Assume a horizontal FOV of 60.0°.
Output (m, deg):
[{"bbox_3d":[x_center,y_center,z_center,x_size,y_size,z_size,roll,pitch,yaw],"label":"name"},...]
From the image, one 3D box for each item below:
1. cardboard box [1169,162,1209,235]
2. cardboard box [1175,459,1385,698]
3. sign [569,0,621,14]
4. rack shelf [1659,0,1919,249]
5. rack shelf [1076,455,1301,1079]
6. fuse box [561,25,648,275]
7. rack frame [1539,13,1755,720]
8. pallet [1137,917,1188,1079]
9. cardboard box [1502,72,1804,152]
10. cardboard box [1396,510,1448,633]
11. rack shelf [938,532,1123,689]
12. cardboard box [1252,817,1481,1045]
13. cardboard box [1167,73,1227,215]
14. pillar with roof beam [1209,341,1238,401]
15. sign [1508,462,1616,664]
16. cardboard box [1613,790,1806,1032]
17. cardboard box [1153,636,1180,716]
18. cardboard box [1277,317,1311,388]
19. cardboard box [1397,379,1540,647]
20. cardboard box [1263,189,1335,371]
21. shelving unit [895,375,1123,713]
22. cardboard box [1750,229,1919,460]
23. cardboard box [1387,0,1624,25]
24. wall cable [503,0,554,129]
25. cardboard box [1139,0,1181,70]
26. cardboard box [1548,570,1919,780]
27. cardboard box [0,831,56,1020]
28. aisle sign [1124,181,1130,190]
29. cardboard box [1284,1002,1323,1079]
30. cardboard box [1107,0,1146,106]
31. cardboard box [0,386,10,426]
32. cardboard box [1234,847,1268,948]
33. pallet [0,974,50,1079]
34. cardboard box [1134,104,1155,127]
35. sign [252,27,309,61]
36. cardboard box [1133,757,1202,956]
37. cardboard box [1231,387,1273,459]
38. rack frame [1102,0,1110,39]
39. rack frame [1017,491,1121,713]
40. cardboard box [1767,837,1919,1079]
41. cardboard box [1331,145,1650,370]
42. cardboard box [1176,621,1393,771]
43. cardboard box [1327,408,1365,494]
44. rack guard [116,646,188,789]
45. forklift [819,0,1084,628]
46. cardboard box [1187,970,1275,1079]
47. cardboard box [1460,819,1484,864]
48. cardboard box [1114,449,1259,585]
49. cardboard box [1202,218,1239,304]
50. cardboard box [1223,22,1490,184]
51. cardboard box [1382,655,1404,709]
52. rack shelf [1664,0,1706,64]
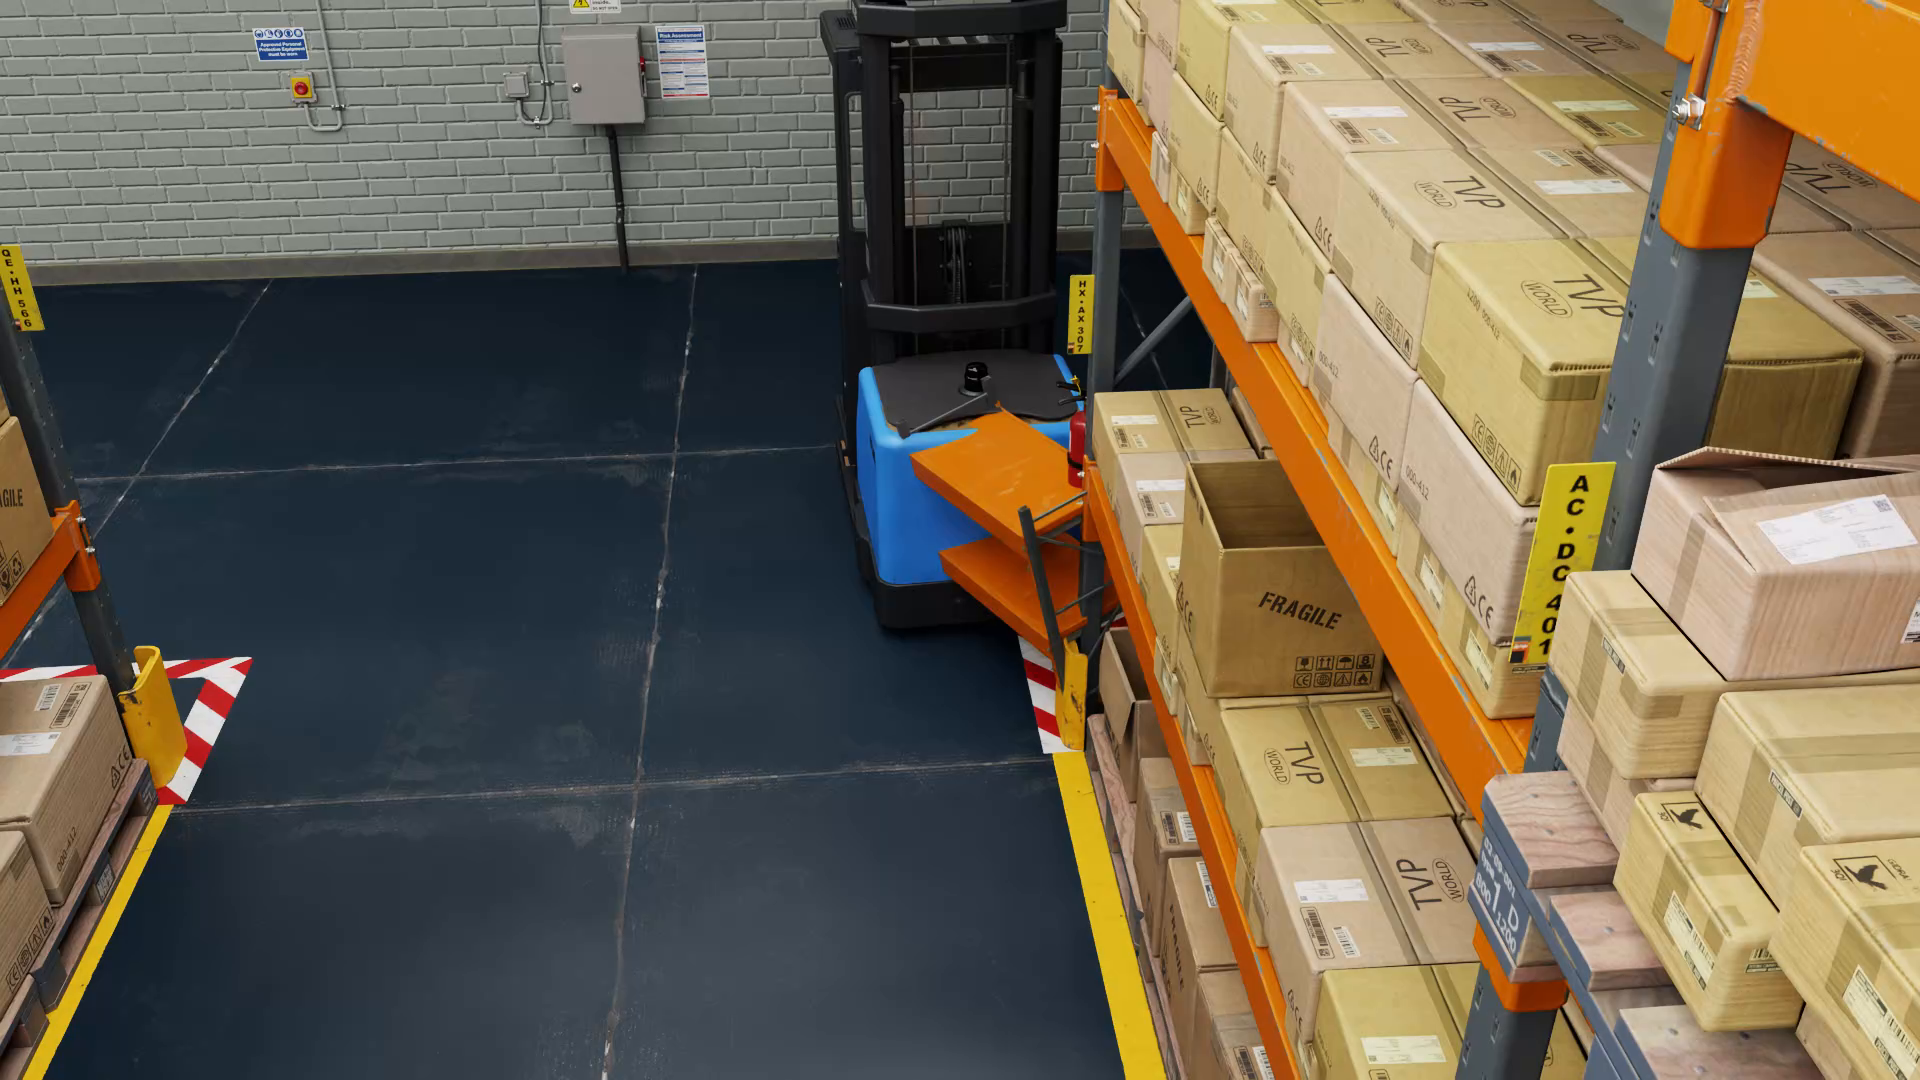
[{"bbox_3d":[0.820,-1.002,4.822,0.380,0.149,0.250,-3,31,-5],"label":"cardboard box"},{"bbox_3d":[0.926,0.099,4.783,0.500,0.500,0.500,-2,31,-3],"label":"cardboard box"},{"bbox_3d":[-2.449,-3.647,11.126,0.339,0.242,0.001,-3,31,-5],"label":"sign"},{"bbox_3d":[1.572,0.443,0.325,1.077,0.370,4.000,-3,31,-5],"label":"rack shelf"},{"bbox_3d":[1.199,0.804,5.180,1.077,0.370,4.000,-3,31,-5],"label":"rack shelf"},{"bbox_3d":[-2.375,-2.637,11.496,0.539,1.711,0.414,-3,31,-5],"label":"fuse box"},{"bbox_3d":[1.385,-1.059,1.748,1.000,3.000,0.127,-3,31,-5],"label":"rack frame"},{"bbox_3d":[1.205,1.739,5.633,1.003,0.211,1.213,-3,31,-5],"label":"pallet"},{"bbox_3d":[1.511,-0.839,3.672,0.500,0.250,0.500,-3,31,-5],"label":"cardboard box"},{"bbox_3d":[1.038,0.042,3.074,0.380,0.149,0.250,-3,31,-5],"label":"cardboard box"},{"bbox_3d":[0.360,0.217,7.534,0.538,0.278,1.000,-28,36,-19],"label":"rack shelf"},{"bbox_3d":[1.033,0.950,4.091,0.500,0.250,0.500,-3,31,-4],"label":"cardboard box"},{"bbox_3d":[0.884,-1.117,4.625,0.500,0.250,0.500,-4,31,-6],"label":"cardboard box"},{"bbox_3d":[-2.629,-4.315,7.198,9.100,9.000,0.400,-3,31,-5],"label":"pillar with roof beam"},{"bbox_3d":[0.846,0.037,2.334,0.100,0.325,0.005,-3,31,-5],"label":"sign"},{"bbox_3d":[1.007,0.419,1.937,0.380,0.149,0.250,-2,31,-4],"label":"cardboard box"},{"bbox_3d":[0.840,0.423,5.361,0.380,0.149,0.250,-4,31,-6],"label":"cardboard box"},{"bbox_3d":[0.978,-0.487,3.961,0.380,0.149,0.250,-2,31,-4],"label":"cardboard box"},{"bbox_3d":[1.091,-0.069,2.871,0.500,0.250,0.500,-3,31,-4],"label":"cardboard box"},{"bbox_3d":[0.996,-0.596,3.753,0.500,0.250,0.500,-2,31,-4],"label":"cardboard box"},{"bbox_3d":[0.307,0.021,7.397,0.538,1.125,1.048,-28,36,-19],"label":"shelving unit"},{"bbox_3d":[1.622,-0.316,2.797,0.500,0.250,0.500,-3,31,-5],"label":"cardboard box"},{"bbox_3d":[1.438,-1.350,4.528,0.500,0.250,0.500,-2,31,-4],"label":"cardboard box"},{"bbox_3d":[-3.069,-3.674,10.985,0.588,1.984,0.122,-3,31,-5],"label":"wall cable"},{"bbox_3d":[0.832,-1.592,4.934,0.500,0.250,0.500,-3,31,-5],"label":"cardboard box"},{"bbox_3d":[0.977,0.159,2.081,0.380,0.149,0.250,-2,31,-3],"label":"cardboard box"},{"bbox_3d":[-3.675,1.433,5.515,0.875,0.438,0.875,-2,31,-3],"label":"cardboard box"},{"bbox_3d":[0.713,-1.662,6.073,0.394,0.787,0.004,-3,31,-5],"label":"aisle sign"},{"bbox_3d":[1.010,1.210,4.044,0.380,0.149,0.250,-2,31,-3],"label":"cardboard box"},{"bbox_3d":[0.781,-1.637,5.497,0.500,0.250,0.500,-3,31,-5],"label":"cardboard box"},{"bbox_3d":[-3.648,-0.523,5.629,0.500,0.500,0.500,-2,31,-3],"label":"cardboard box"},{"bbox_3d":[0.961,0.946,4.486,0.380,0.149,0.250,-3,31,-5],"label":"cardboard box"},{"bbox_3d":[-3.666,1.937,5.301,1.003,0.211,1.213,-3,31,-5],"label":"pallet"},{"bbox_3d":[0.810,-1.532,5.709,0.380,0.149,0.250,-2,31,-4],"label":"cardboard box"},{"bbox_3d":[-4.534,-3.309,11.101,0.327,0.218,0.001,-3,31,-5],"label":"sign"},{"bbox_3d":[1.016,1.122,5.974,0.700,0.500,0.500,-2,31,-3],"label":"cardboard box"},{"bbox_3d":[1.319,-0.367,6.295,0.500,0.250,0.500,-2,31,-3],"label":"cardboard box"},{"bbox_3d":[1.012,-3.101,5.167,1.000,3.000,0.127,-3,31,-5],"label":"rack frame"},{"bbox_3d":[0.565,0.222,7.008,0.500,1.125,0.032,-28,36,-19],"label":"rack frame"},{"bbox_3d":[1.054,0.424,1.639,0.380,0.149,0.250,-3,31,-6],"label":"cardboard box"},{"bbox_3d":[1.043,-0.554,3.196,0.500,0.250,0.500,-3,31,-5],"label":"cardboard box"},{"bbox_3d":[0.953,0.432,4.958,0.500,0.250,0.500,-4,31,-6],"label":"cardboard box"},{"bbox_3d":[1.003,-0.221,3.515,0.380,0.149,0.250,-3,31,-5],"label":"cardboard box"},{"bbox_3d":[-3.932,0.775,6.965,1.175,0.500,0.348,-3,31,-5],"label":"rack guard"},{"bbox_3d":[-0.099,-1.576,8.531,1.130,2.935,3.031,-5,31,-8],"label":"forklift"},{"bbox_3d":[1.113,1.652,5.087,0.700,0.500,0.500,-4,31,-6],"label":"cardboard box"},{"bbox_3d":[1.554,0.932,4.121,0.500,0.250,0.500,-3,31,-5],"label":"cardboard box"},{"bbox_3d":[0.833,-0.087,5.827,0.500,0.250,0.500,-2,31,-4],"label":"cardboard box"},{"bbox_3d":[0.857,-0.744,4.391,0.380,0.149,0.250,-3,31,-4],"label":"cardboard box"},{"bbox_3d":[0.950,-1.077,4.071,0.500,0.250,0.500,-2,31,-3],"label":"cardboard box"},{"bbox_3d":[1.456,0.416,4.984,0.500,0.250,0.500,-3,31,-5],"label":"cardboard box"},{"bbox_3d":[1.199,-1.770,3.642,1.077,0.370,4.000,-3,31,-5],"label":"rack shelf"}]
